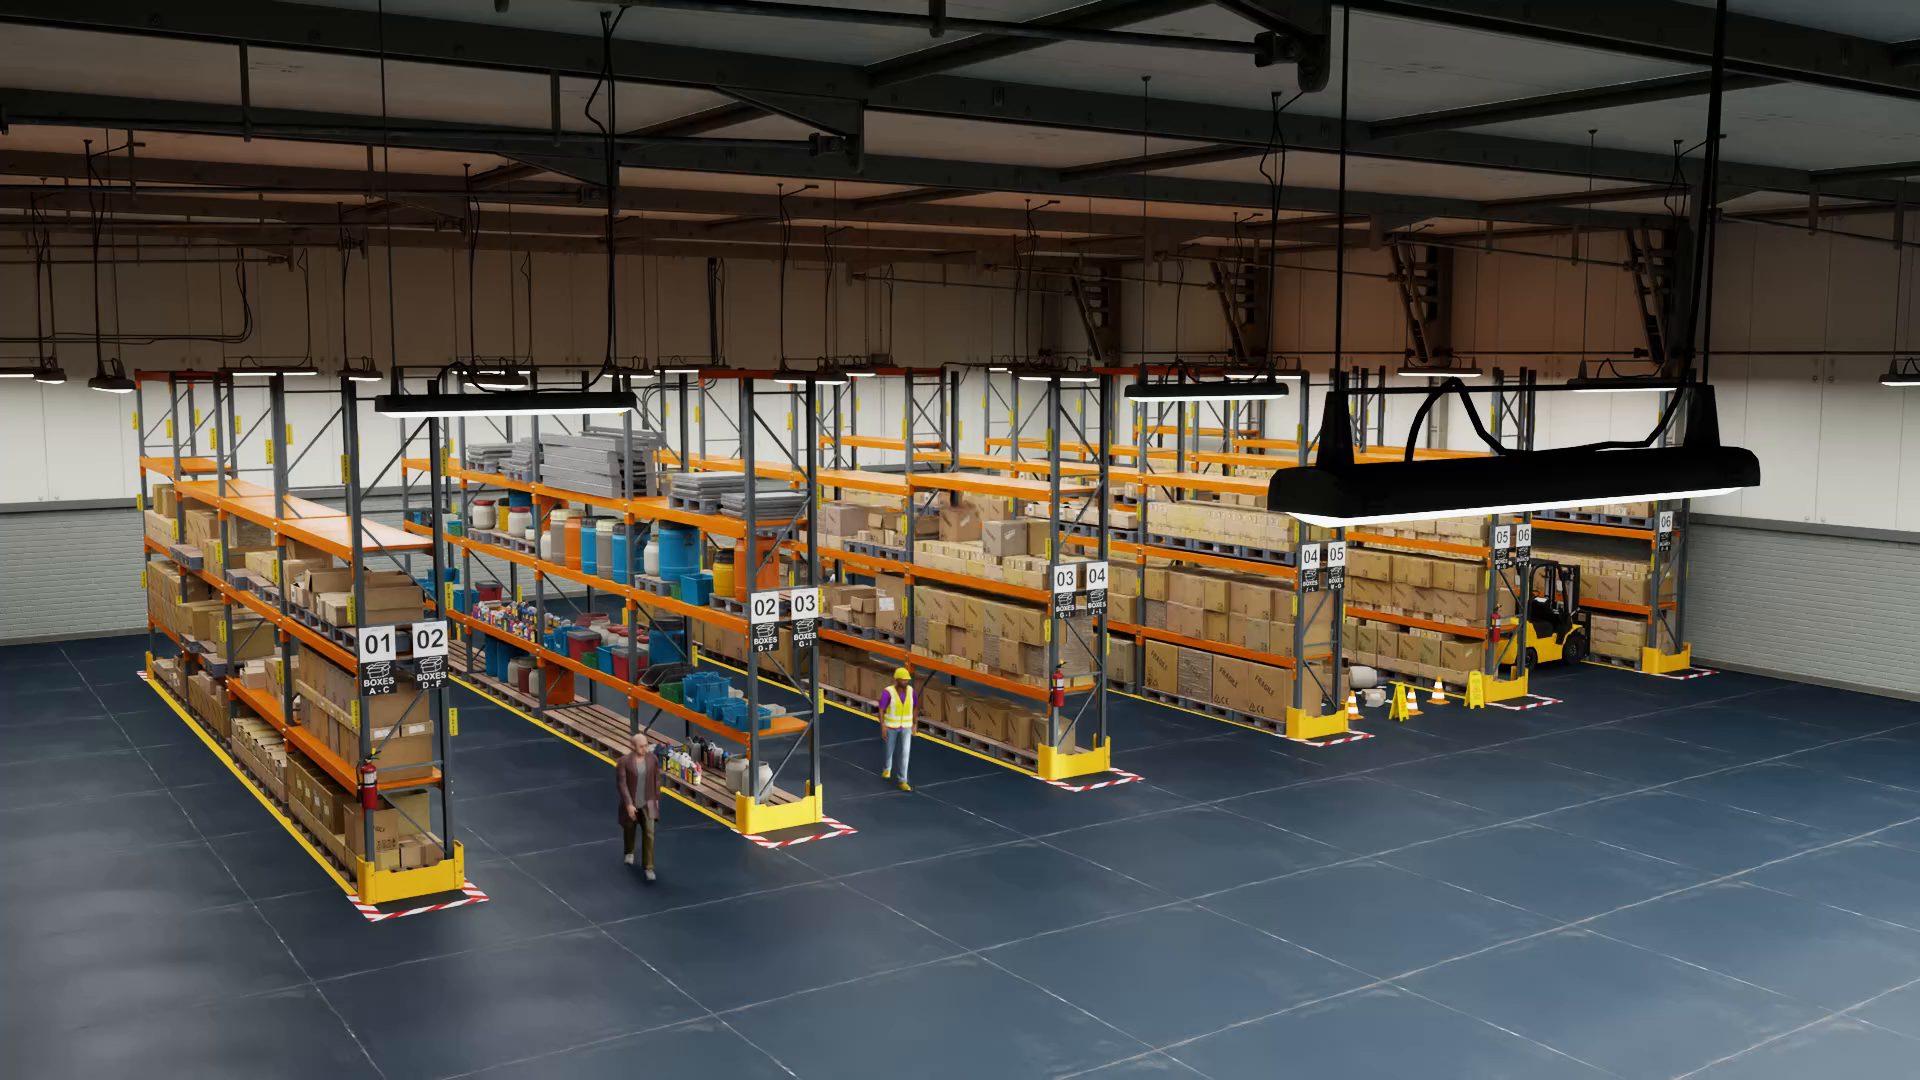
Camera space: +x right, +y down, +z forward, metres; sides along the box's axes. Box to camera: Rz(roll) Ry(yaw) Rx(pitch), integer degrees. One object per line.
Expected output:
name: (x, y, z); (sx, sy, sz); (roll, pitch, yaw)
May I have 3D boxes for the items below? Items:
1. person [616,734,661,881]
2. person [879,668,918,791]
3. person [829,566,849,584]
person: (-3.885, 3.199, 20.198); (0.568, 1.705, 1.164); (-2, 7, -20)
person: (-0.888, 2.734, 24.313); (0.659, 1.735, 0.913); (-3, 7, -23)
person: (-2.676, 1.318, 37.192); (0.464, 1.610, 1.058); (-5, 8, -37)
